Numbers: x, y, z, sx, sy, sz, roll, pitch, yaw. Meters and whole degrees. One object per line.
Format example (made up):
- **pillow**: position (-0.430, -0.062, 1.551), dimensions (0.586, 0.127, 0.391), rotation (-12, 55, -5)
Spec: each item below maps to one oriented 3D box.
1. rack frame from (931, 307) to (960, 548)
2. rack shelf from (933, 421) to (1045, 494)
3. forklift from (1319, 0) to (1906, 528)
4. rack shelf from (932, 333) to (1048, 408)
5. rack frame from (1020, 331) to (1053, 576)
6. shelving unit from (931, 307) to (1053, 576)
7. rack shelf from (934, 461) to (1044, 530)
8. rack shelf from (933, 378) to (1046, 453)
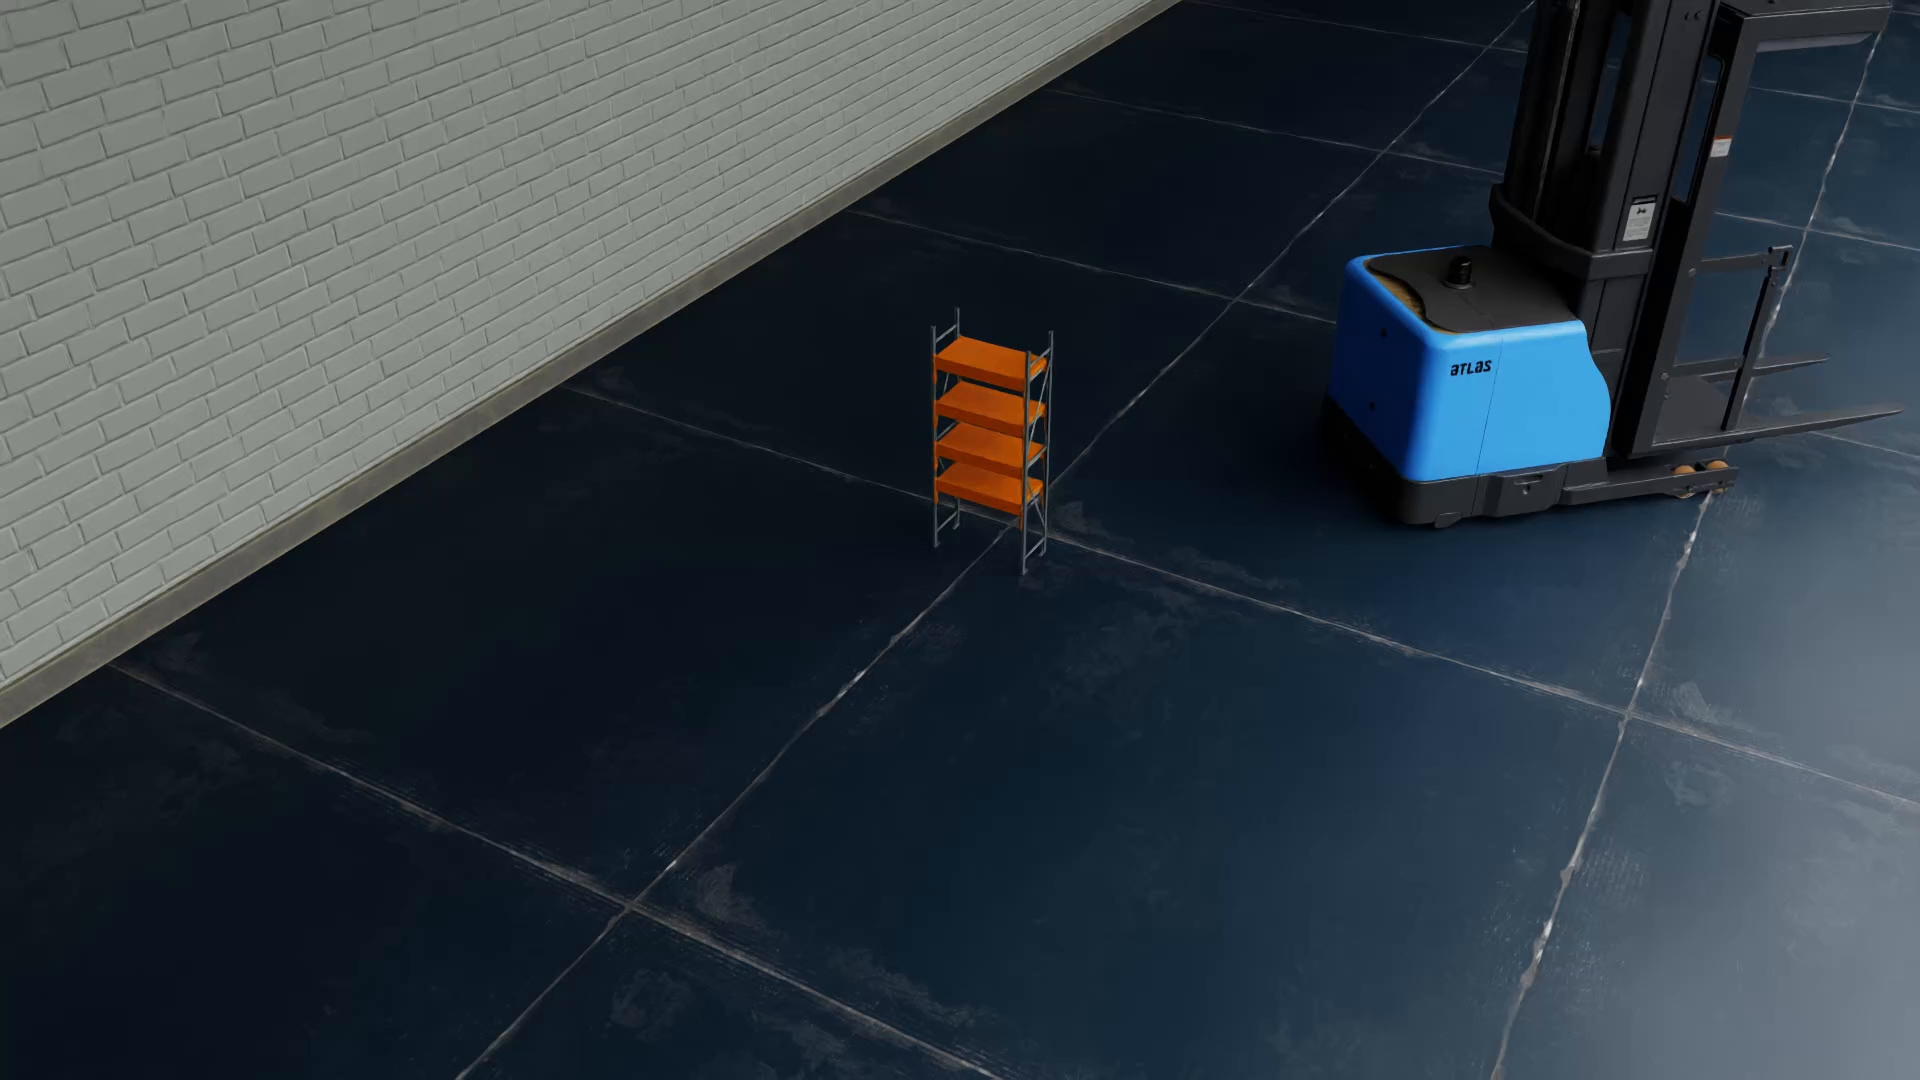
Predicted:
- **rack frame**: position (-0.068, -0.521, 7.950), dimensions (0.015, 1.200, 0.240), rotation (18, 37, 24)
- **rack shelf**: position (0.144, -0.398, 7.886), dimensions (0.480, 0.148, 0.258), rotation (18, 37, 24)
- **forklift**: position (3.521, -1.711, 8.175), dimensions (3.031, 2.935, 1.130), rotation (-8, 34, -12)
- **rack shelf**: position (0.144, -0.781, 7.631), dimensions (0.480, 0.148, 0.258), rotation (18, 37, 24)
- **rack frame**: position (0.356, -0.387, 7.748), dimensions (0.015, 1.200, 0.240), rotation (18, 37, 24)
- **shelving unit**: position (0.144, -0.454, 7.849), dimensions (0.503, 1.200, 0.258), rotation (18, 37, 24)
- **rack shelf**: position (0.144, -0.233, 7.996), dimensions (0.480, 0.148, 0.258), rotation (18, 37, 24)
- **rack shelf**: position (0.144, -0.584, 7.762), dimensions (0.480, 0.148, 0.258), rotation (18, 37, 24)
